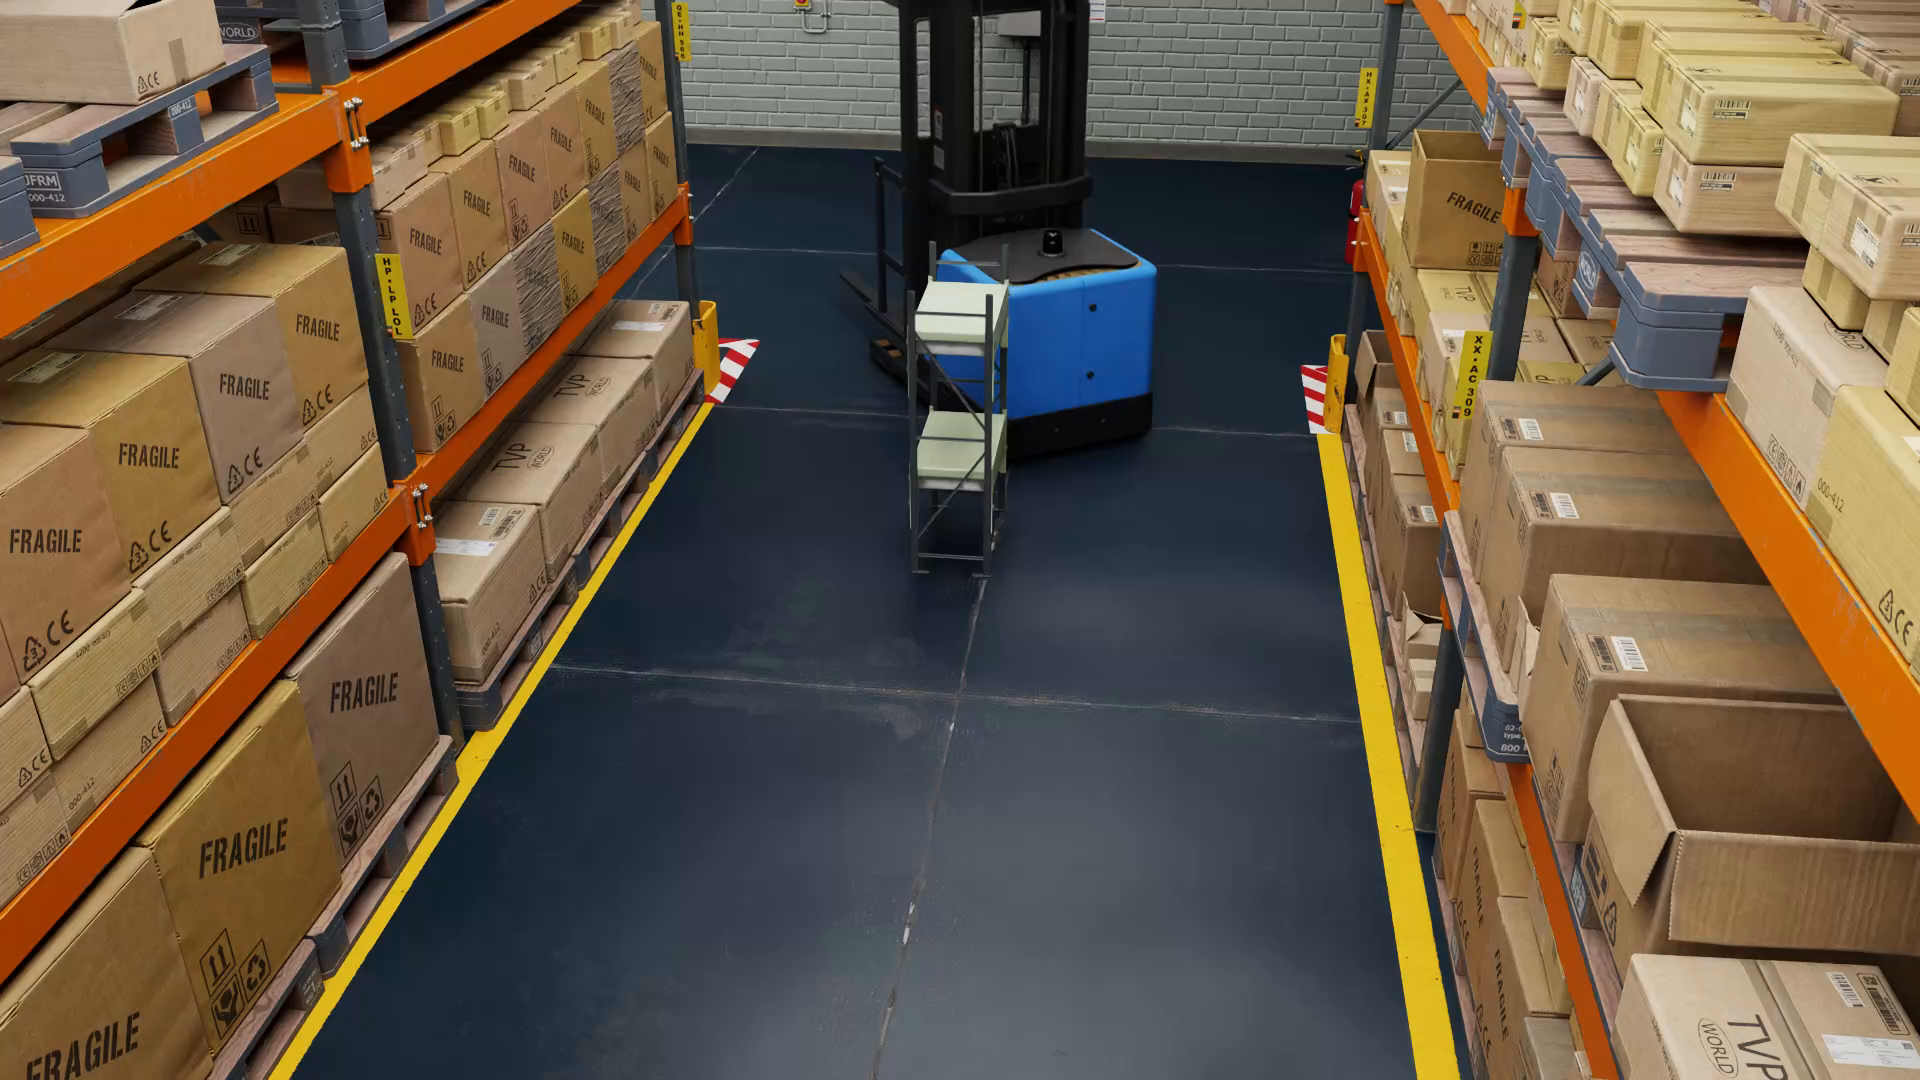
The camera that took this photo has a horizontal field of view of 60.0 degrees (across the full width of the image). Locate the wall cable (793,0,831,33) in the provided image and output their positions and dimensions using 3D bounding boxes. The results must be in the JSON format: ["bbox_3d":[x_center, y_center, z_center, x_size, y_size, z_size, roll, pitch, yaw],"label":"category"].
[{"bbox_3d":[-1.463,-5.444,14.588,0.585,1.953,0.123,3,28,6],"label":"wall cable"}]

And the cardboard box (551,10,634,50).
[{"bbox_3d":[-1.931,-2.669,8.698,0.380,0.149,0.250,3,28,6],"label":"cardboard box"}]

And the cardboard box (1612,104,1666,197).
[{"bbox_3d":[1.712,-0.879,3.773,0.380,0.149,0.250,4,29,7],"label":"cardboard box"}]

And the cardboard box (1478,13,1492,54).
[{"bbox_3d":[2.166,-1.910,6.235,0.380,0.149,0.250,3,28,6],"label":"cardboard box"}]

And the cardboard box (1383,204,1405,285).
[{"bbox_3d":[2.353,-1.431,8.088,0.500,0.250,0.500,3,28,5],"label":"cardboard box"}]

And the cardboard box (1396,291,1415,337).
[{"bbox_3d":[2.265,-1.062,7.824,0.380,0.149,0.250,4,29,7],"label":"cardboard box"}]

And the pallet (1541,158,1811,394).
[{"bbox_3d":[2.033,-0.604,3.744,1.213,0.211,1.003,3,28,6],"label":"pallet"}]

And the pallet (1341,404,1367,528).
[{"bbox_3d":[2.690,-0.401,9.273,1.003,0.211,1.213,3,28,6],"label":"pallet"}]

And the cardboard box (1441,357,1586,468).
[{"bbox_3d":[2.127,-0.476,6.316,0.500,0.250,0.500,4,29,7],"label":"cardboard box"}]

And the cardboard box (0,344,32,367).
[{"bbox_3d":[-3.058,-0.261,4.912,0.500,0.500,0.500,3,28,5],"label":"cardboard box"}]

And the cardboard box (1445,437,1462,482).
[{"bbox_3d":[2.105,-0.335,6.475,0.380,0.149,0.250,4,29,8],"label":"cardboard box"}]

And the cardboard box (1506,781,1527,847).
[{"bbox_3d":[2.021,0.882,5.459,0.380,0.149,0.250,2,28,4],"label":"cardboard box"}]

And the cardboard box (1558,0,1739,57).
[{"bbox_3d":[1.799,-1.366,4.362,0.380,0.149,0.250,3,28,5],"label":"cardboard box"}]

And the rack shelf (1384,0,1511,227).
[{"bbox_3d":[2.551,-2.103,7.086,1.077,0.370,4.000,3,28,6],"label":"rack shelf"}]

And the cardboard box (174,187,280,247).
[{"bbox_3d":[-2.837,-1.167,6.593,0.500,0.500,0.500,3,28,6],"label":"cardboard box"}]

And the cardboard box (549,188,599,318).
[{"bbox_3d":[-2.107,-1.407,8.093,0.500,0.500,0.500,4,29,8],"label":"cardboard box"}]

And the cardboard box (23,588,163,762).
[{"bbox_3d":[-2.590,0.345,4.577,0.500,0.250,0.500,4,29,7],"label":"cardboard box"}]

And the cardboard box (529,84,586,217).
[{"bbox_3d":[-2.115,-1.854,7.868,0.500,0.500,0.500,3,28,6],"label":"cardboard box"}]

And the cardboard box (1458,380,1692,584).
[{"bbox_3d":[2.025,-0.172,5.358,0.700,0.500,0.500,4,29,7],"label":"cardboard box"}]

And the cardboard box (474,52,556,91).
[{"bbox_3d":[-2.128,-2.190,7.809,0.380,0.149,0.250,4,29,8],"label":"cardboard box"}]

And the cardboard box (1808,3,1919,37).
[{"bbox_3d":[2.313,-1.216,4.086,0.380,0.149,0.250,4,29,8],"label":"cardboard box"}]

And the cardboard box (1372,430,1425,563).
[{"bbox_3d":[2.320,-0.199,8.150,0.500,0.500,0.500,4,29,7],"label":"cardboard box"}]

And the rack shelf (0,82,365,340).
[{"bbox_3d":[-2.865,-0.507,4.124,1.077,0.370,4.000,3,28,6],"label":"rack shelf"}]

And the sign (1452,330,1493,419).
[{"bbox_3d":[1.767,-0.567,5.726,0.100,0.325,0.005,3,28,6],"label":"sign"}]

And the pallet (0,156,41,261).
[{"bbox_3d":[-2.950,-0.631,3.796,1.003,0.211,1.213,5,29,9],"label":"pallet"}]

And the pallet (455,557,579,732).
[{"bbox_3d":[-2.450,0.430,7.729,1.003,0.211,1.213,3,28,6],"label":"pallet"}]

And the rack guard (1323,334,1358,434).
[{"bbox_3d":[2.787,-0.904,9.901,1.175,0.500,0.348,3,28,6],"label":"rack guard"}]

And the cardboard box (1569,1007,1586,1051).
[{"bbox_3d":[1.896,1.373,4.548,0.380,0.149,0.250,3,29,6],"label":"cardboard box"}]

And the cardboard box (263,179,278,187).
[{"bbox_3d":[-2.758,-1.495,6.519,0.380,0.149,0.250,4,29,7],"label":"cardboard box"}]

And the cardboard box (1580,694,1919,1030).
[{"bbox_3d":[1.833,0.716,3.707,0.797,0.503,0.637,3,28,5],"label":"cardboard box"}]

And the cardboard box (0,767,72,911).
[{"bbox_3d":[-2.685,0.800,4.261,0.500,0.250,0.500,4,29,8],"label":"cardboard box"}]

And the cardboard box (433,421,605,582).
[{"bbox_3d":[-2.328,-0.212,8.239,0.875,0.438,0.875,3,28,5],"label":"cardboard box"}]

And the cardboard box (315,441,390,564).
[{"bbox_3d":[-2.425,-0.152,6.028,0.500,0.250,0.500,3,28,5],"label":"cardboard box"}]

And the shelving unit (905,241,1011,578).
[{"bbox_3d":[-0.001,-0.657,8.388,0.431,1.500,0.755,3,28,6],"label":"shelving unit"}]

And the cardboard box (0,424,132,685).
[{"bbox_3d":[-2.612,0.023,4.386,0.500,0.500,0.500,4,29,7],"label":"cardboard box"}]

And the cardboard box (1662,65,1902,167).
[{"bbox_3d":[1.704,-0.884,3.468,0.380,0.149,0.250,4,29,6],"label":"cardboard box"}]

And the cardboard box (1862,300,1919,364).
[{"bbox_3d":[1.797,-0.363,2.836,0.380,0.149,0.250,4,29,7],"label":"cardboard box"}]

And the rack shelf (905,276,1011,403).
[{"bbox_3d":[-0.001,-1.001,8.203,0.431,0.370,0.720,3,28,6],"label":"rack shelf"}]

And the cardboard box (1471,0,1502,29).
[{"bbox_3d":[2.170,-2.030,6.037,0.500,0.250,0.500,2,28,4],"label":"cardboard box"}]

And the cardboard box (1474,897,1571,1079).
[{"bbox_3d":[1.903,1.459,5.073,0.500,0.500,0.500,3,28,5],"label":"cardboard box"}]

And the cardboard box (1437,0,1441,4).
[{"bbox_3d":[2.242,-2.398,7.140,0.380,0.149,0.250,3,29,6],"label":"cardboard box"}]

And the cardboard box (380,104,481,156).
[{"bbox_3d":[-2.228,-1.705,6.909,0.380,0.149,0.250,3,28,6],"label":"cardboard box"}]

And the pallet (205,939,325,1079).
[{"bbox_3d":[-2.787,1.727,5.322,1.003,0.211,1.213,3,28,6],"label":"pallet"}]

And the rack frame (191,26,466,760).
[{"bbox_3d":[-2.620,-0.444,6.412,1.000,3.000,0.127,3,28,6],"label":"rack frame"}]

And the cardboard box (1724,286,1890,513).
[{"bbox_3d":[1.760,-0.257,3.060,0.500,0.250,0.500,3,28,6],"label":"cardboard box"}]

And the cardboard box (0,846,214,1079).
[{"bbox_3d":[-2.830,1.449,4.695,0.875,0.875,0.875,4,29,7],"label":"cardboard box"}]

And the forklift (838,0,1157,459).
[{"bbox_3d":[0.062,-2.426,10.164,1.130,2.935,3.031,-12,31,-21],"label":"forklift"}]

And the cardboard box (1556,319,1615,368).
[{"bbox_3d":[2.690,-0.676,6.687,0.500,0.250,0.500,3,28,6],"label":"cardboard box"}]

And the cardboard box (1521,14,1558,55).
[{"bbox_3d":[1.875,-1.479,4.886,0.380,0.149,0.250,4,29,7],"label":"cardboard box"}]
